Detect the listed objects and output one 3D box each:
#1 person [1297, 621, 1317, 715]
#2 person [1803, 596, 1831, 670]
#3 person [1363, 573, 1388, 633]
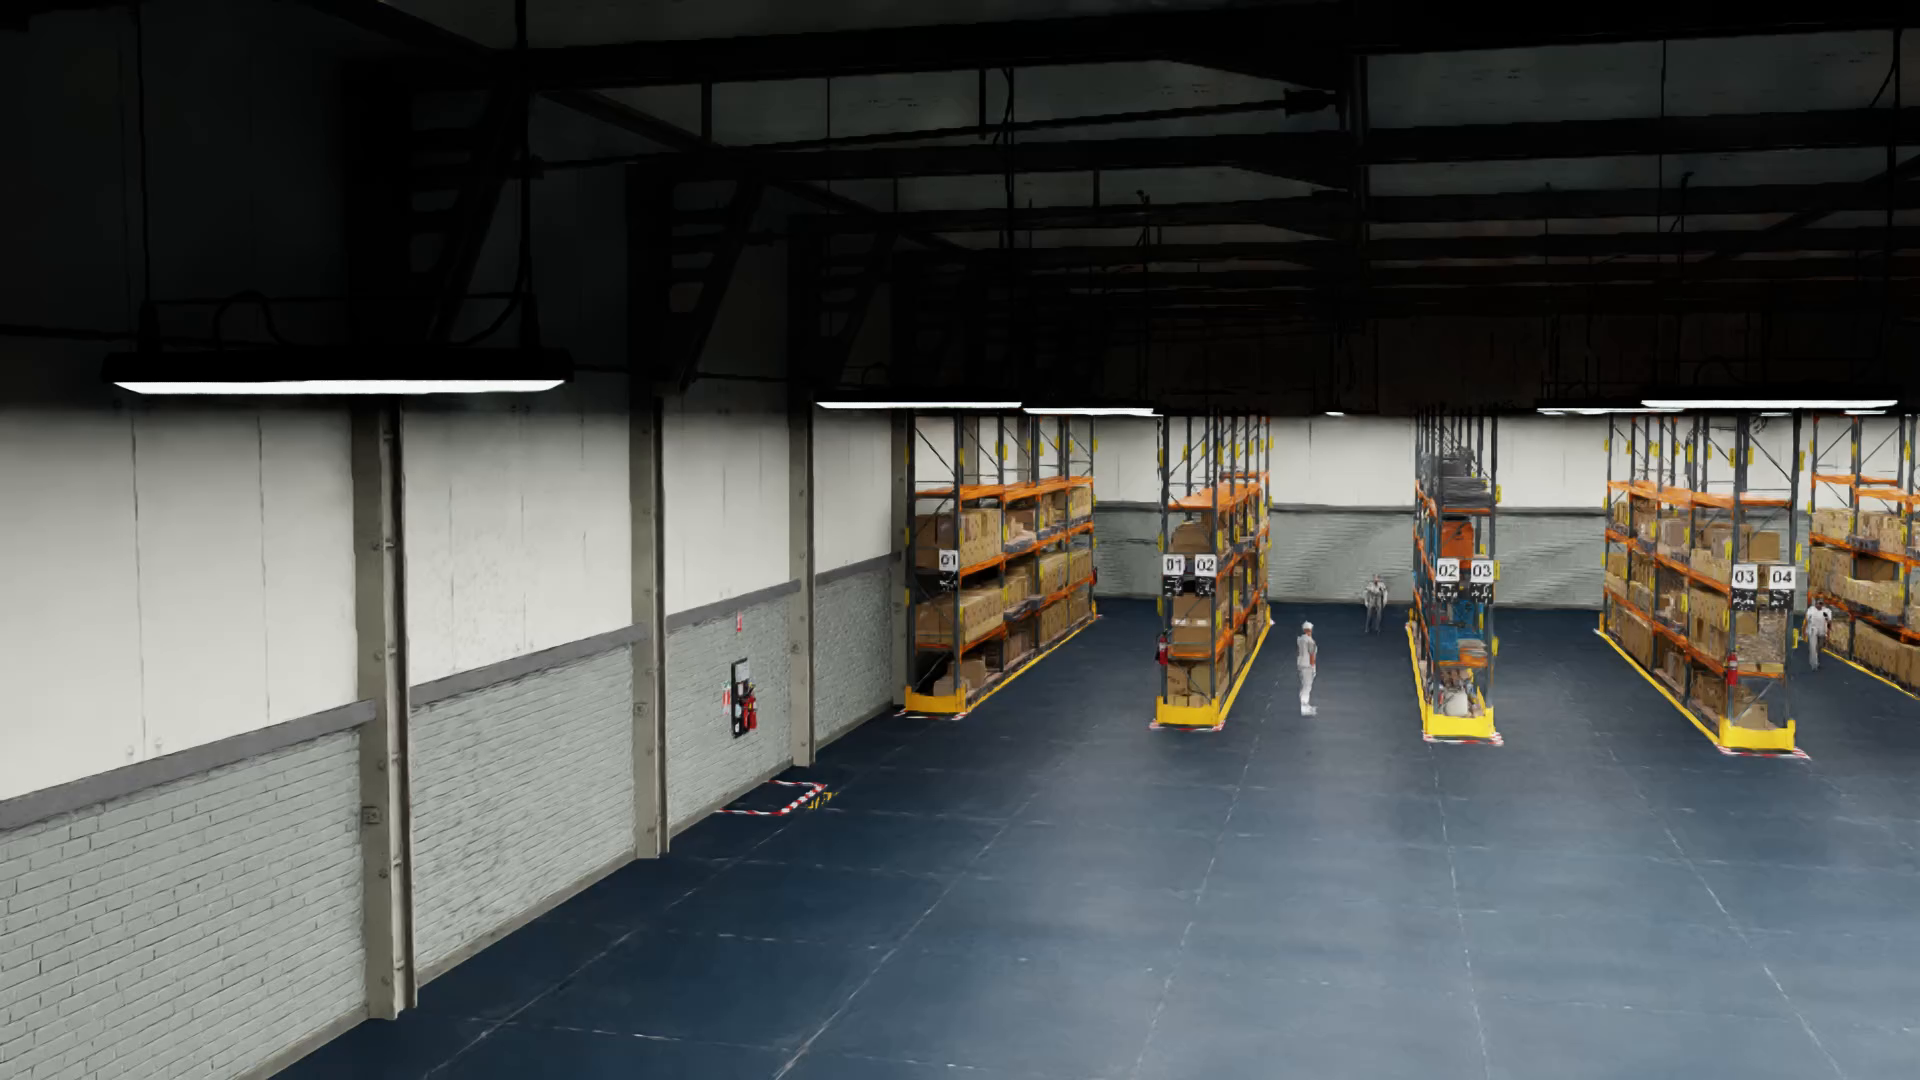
[{"bbox_3d":[6.774,2.462,32.277,0.454,1.788,0.601,-1,4,-14],"label":"person"},{"bbox_3d":[19.629,2.100,38.027,0.540,1.676,1.130,1,4,12],"label":"person"},{"bbox_3d":[11.100,1.681,44.447,0.639,1.632,0.506,1,4,12],"label":"person"}]
